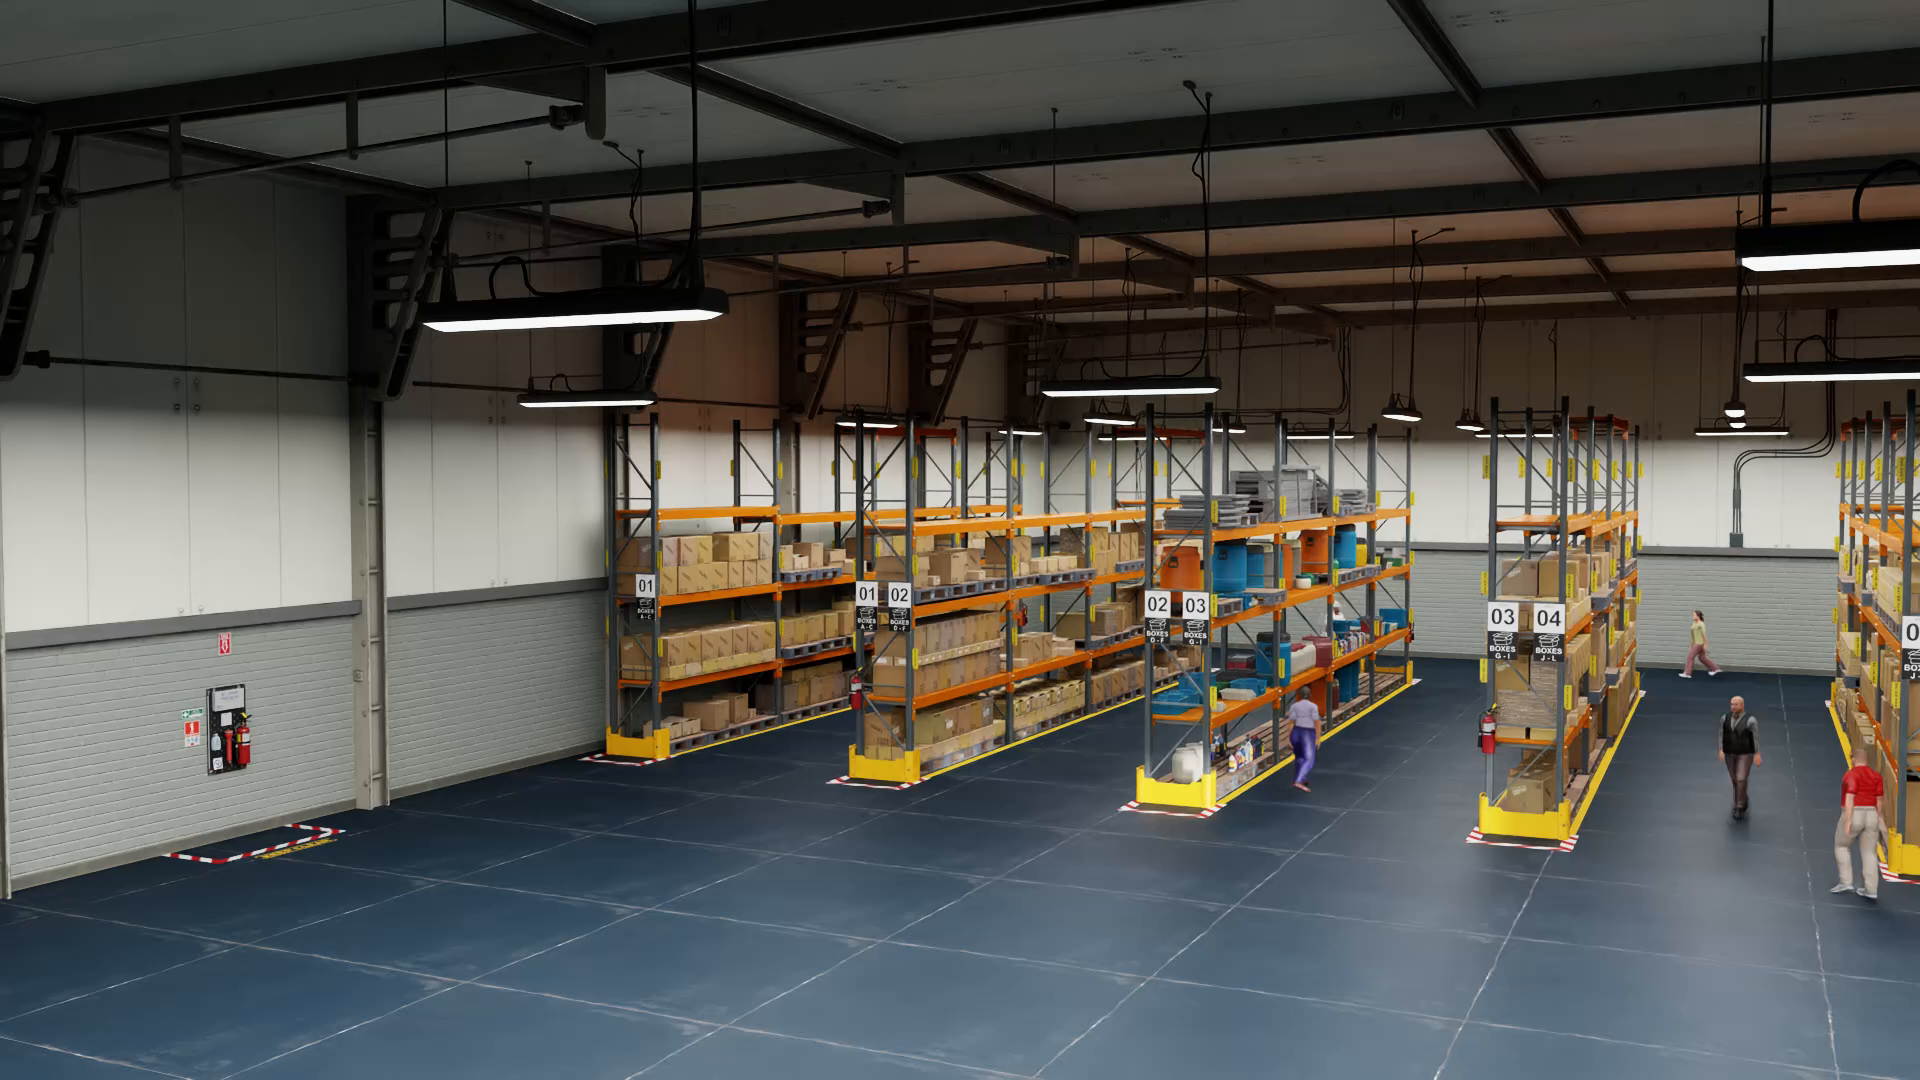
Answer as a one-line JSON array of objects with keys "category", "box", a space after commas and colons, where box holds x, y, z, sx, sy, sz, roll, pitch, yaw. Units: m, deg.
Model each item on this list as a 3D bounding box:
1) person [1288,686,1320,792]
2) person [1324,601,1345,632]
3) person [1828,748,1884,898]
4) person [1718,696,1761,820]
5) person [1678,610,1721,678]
[{"category": "person", "box": [5.346, 3.102, 25.837, 0.530, 1.606, 0.893, 2, 3, 42]}, {"category": "person", "box": [9.445, 2.389, 41.551, 0.597, 1.732, 0.970, -2, 3, -34]}, {"category": "person", "box": [10.597, 3.390, 19.515, 0.550, 1.682, 0.556, 0, 2, 1]}, {"category": "person", "box": [11.265, 3.121, 24.134, 0.845, 1.696, 0.573, -2, 3, -35]}, {"category": "person", "box": [17.778, 2.500, 39.958, 1.002, 1.628, 0.451, 0, 2, 8]}]
